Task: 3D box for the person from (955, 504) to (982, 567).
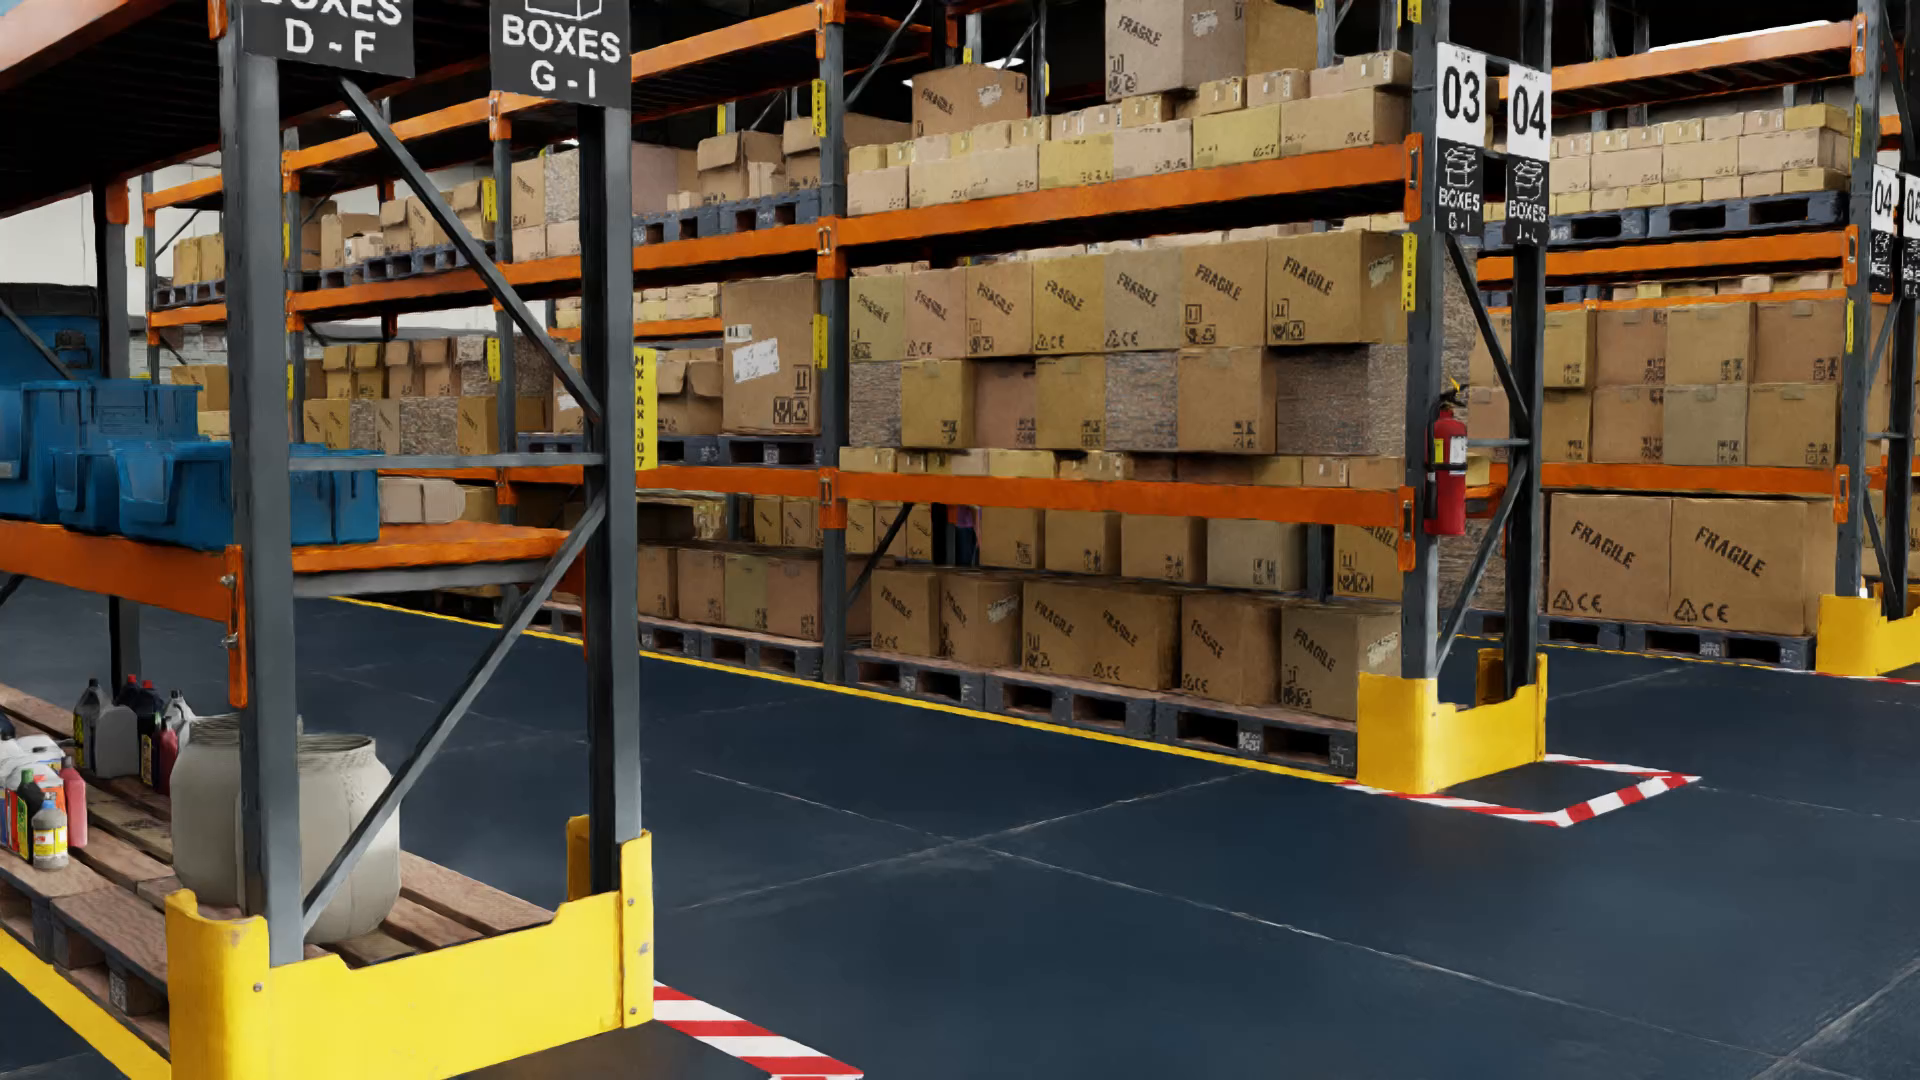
[{"bbox_3d":[0.013,-0.067,12.132,0.364,1.561,0.498,-2,5,-28],"label":"person"}]
